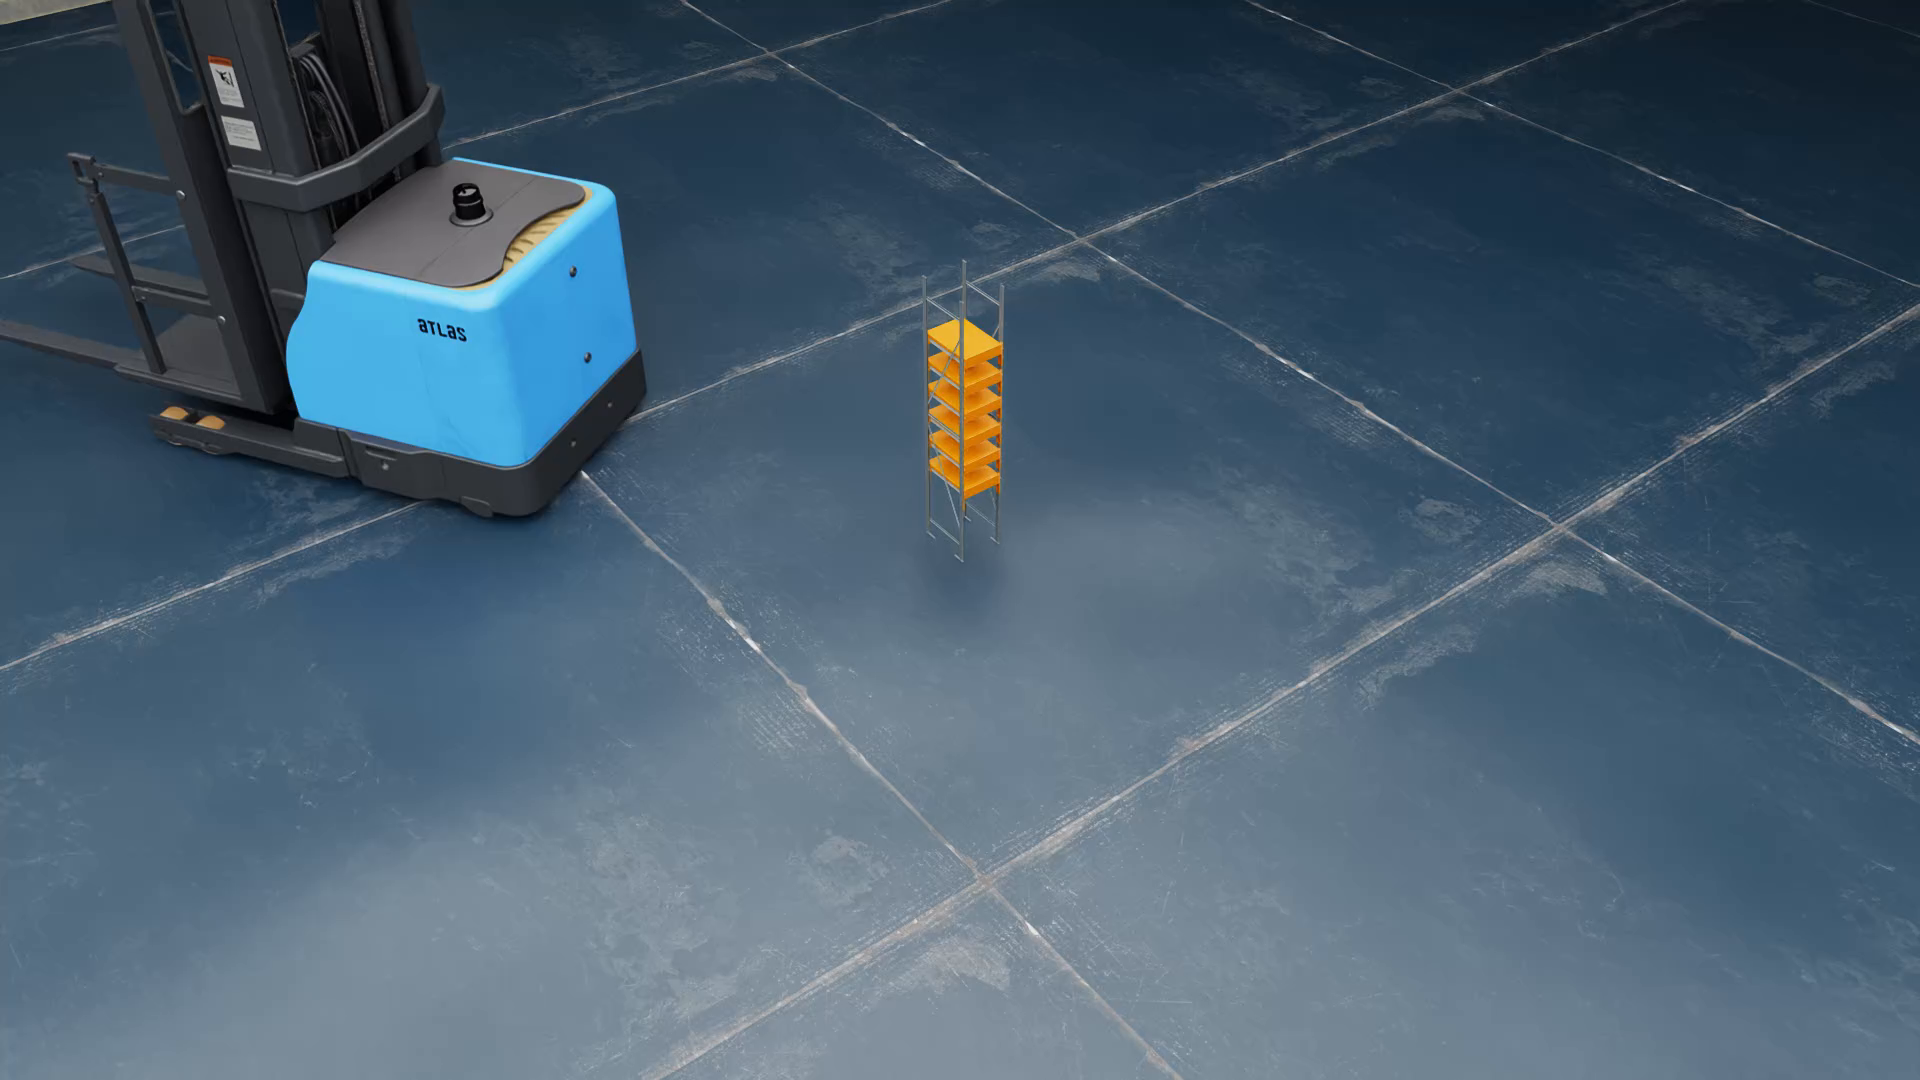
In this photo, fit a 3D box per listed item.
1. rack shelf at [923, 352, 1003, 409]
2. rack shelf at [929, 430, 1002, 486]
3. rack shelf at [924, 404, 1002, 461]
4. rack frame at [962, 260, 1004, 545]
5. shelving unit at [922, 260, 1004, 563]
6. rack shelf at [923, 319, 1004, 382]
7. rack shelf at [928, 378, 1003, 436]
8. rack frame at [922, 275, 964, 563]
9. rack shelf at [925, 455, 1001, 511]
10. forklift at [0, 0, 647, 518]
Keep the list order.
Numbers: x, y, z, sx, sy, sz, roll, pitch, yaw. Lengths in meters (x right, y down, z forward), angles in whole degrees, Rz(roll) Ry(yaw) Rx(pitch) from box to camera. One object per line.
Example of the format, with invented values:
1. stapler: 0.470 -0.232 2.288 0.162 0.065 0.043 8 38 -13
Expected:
1. rack shelf: 0.011 -0.621 6.252 0.180 0.103 0.258 -26 46 -28
2. rack shelf: 0.011 -0.342 6.481 0.180 0.103 0.258 -26 46 -28
3. rack shelf: 0.011 -0.435 6.404 0.180 0.103 0.258 -26 46 -28
4. rack frame: 0.084 -0.505 6.419 0.006 1.200 0.240 -26 46 -28
5. shelving unit: 0.011 -0.469 6.376 0.189 1.200 0.258 -26 46 -28
6. rack shelf: 0.011 -0.713 6.176 0.180 0.103 0.258 -26 46 -28
7. rack shelf: 0.011 -0.528 6.328 0.180 0.103 0.258 -26 46 -28
8. rack frame: -0.061 -0.434 6.333 0.006 1.200 0.240 -26 46 -28
9. rack shelf: 0.011 -0.250 6.557 0.180 0.103 0.258 -26 46 -28
10. forklift: -2.974 -1.802 6.636 3.031 2.935 1.130 13 41 16
